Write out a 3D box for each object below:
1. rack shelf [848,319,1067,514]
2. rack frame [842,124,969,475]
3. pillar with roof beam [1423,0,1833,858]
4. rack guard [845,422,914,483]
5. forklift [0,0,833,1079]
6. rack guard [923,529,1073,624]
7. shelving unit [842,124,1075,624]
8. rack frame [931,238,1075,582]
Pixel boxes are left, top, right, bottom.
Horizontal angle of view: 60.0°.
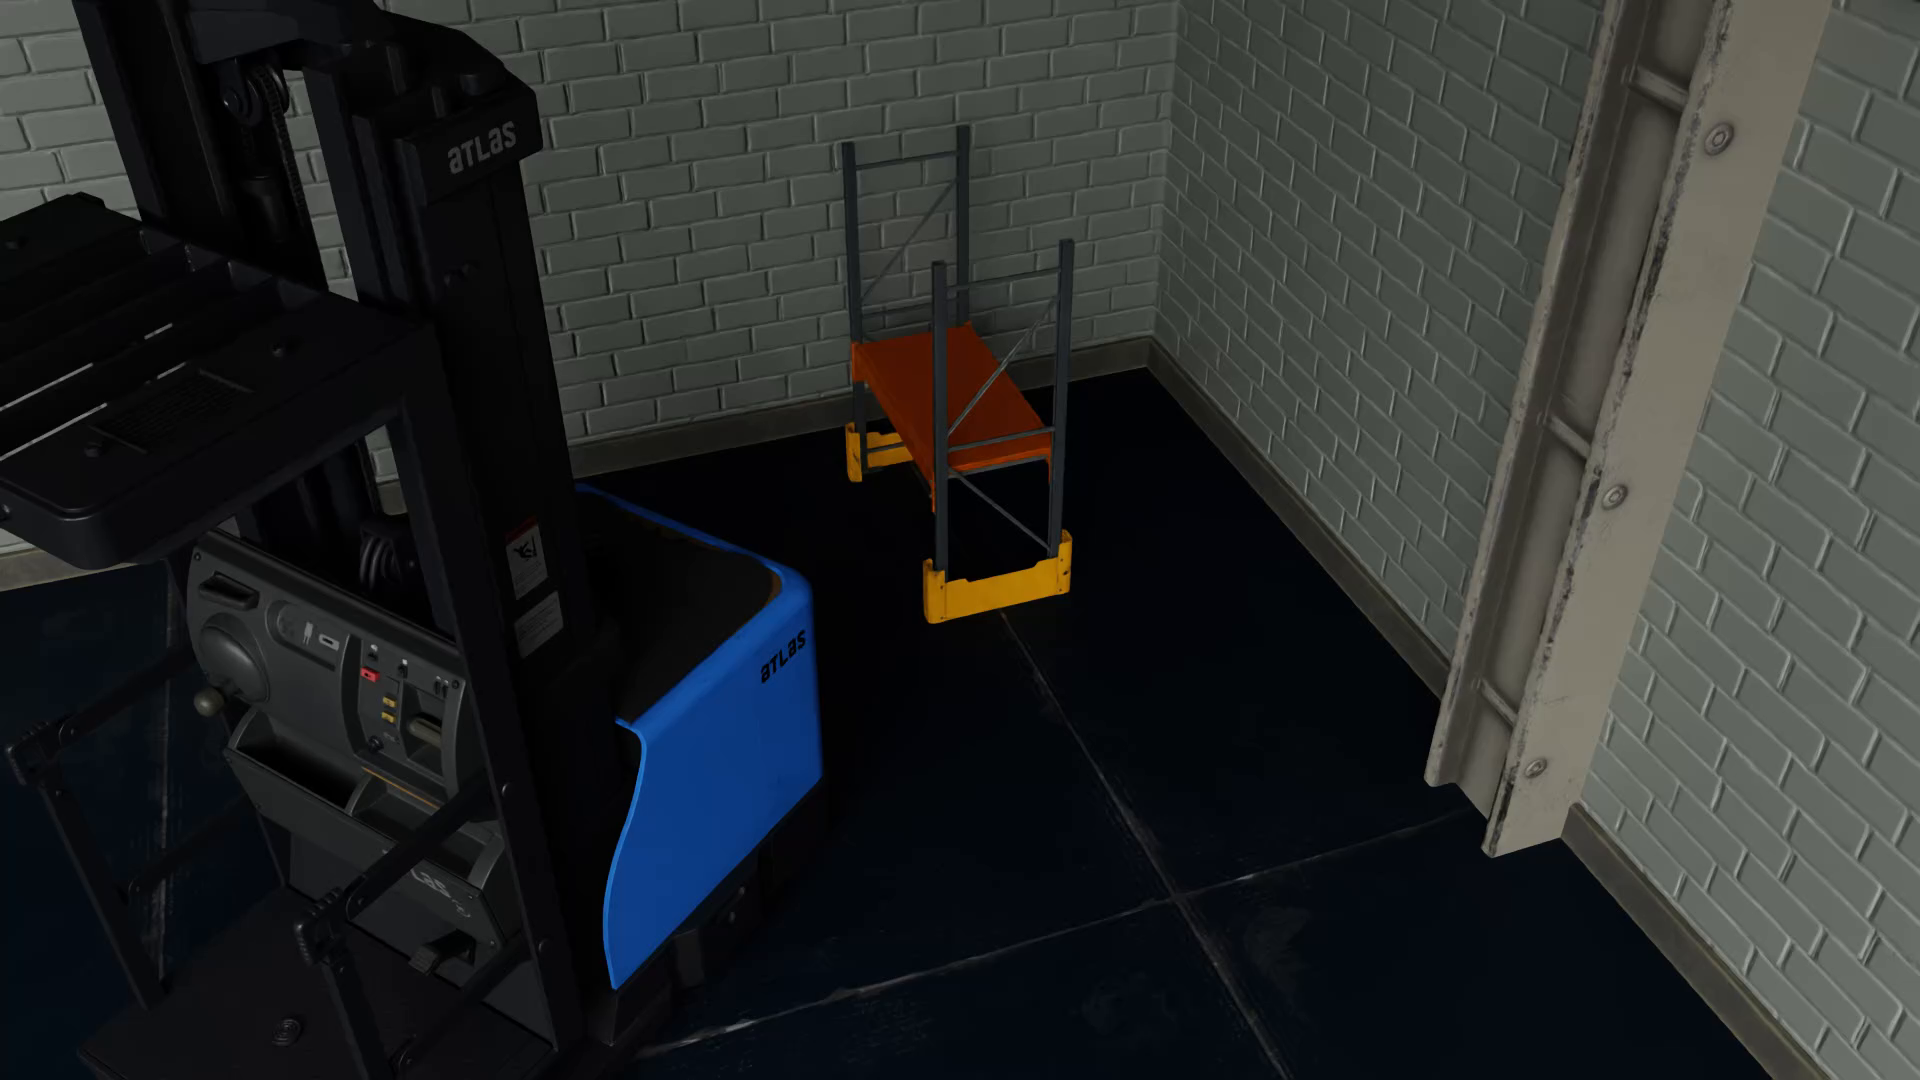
[{"bbox_3d":[-0.029,-0.504,6.471,0.538,0.185,1.000,-12,39,-16],"label":"rack shelf"},{"bbox_3d":[-0.204,-0.934,6.744,0.500,1.500,0.032,-12,39,-16],"label":"rack frame"},{"bbox_3d":[-2.251,-1.817,1.682,9.100,9.000,0.400,-12,39,-16],"label":"pillar with roof beam"},{"bbox_3d":[-0.198,-0.424,7.105,0.587,0.250,0.087,-12,39,-16],"label":"rack guard"},{"bbox_3d":[-1.622,0.388,3.799,1.130,2.935,3.031,21,42,25],"label":"forklift"},{"bbox_3d":[0.145,0.138,6.358,0.587,0.250,0.087,-12,39,-16],"label":"rack guard"},{"bbox_3d":[-0.026,-0.642,6.356,0.587,1.500,1.083,-12,39,-16],"label":"shelving unit"},{"bbox_3d":[0.146,-0.360,5.981,0.500,1.500,0.032,-12,39,-16],"label":"rack frame"}]
